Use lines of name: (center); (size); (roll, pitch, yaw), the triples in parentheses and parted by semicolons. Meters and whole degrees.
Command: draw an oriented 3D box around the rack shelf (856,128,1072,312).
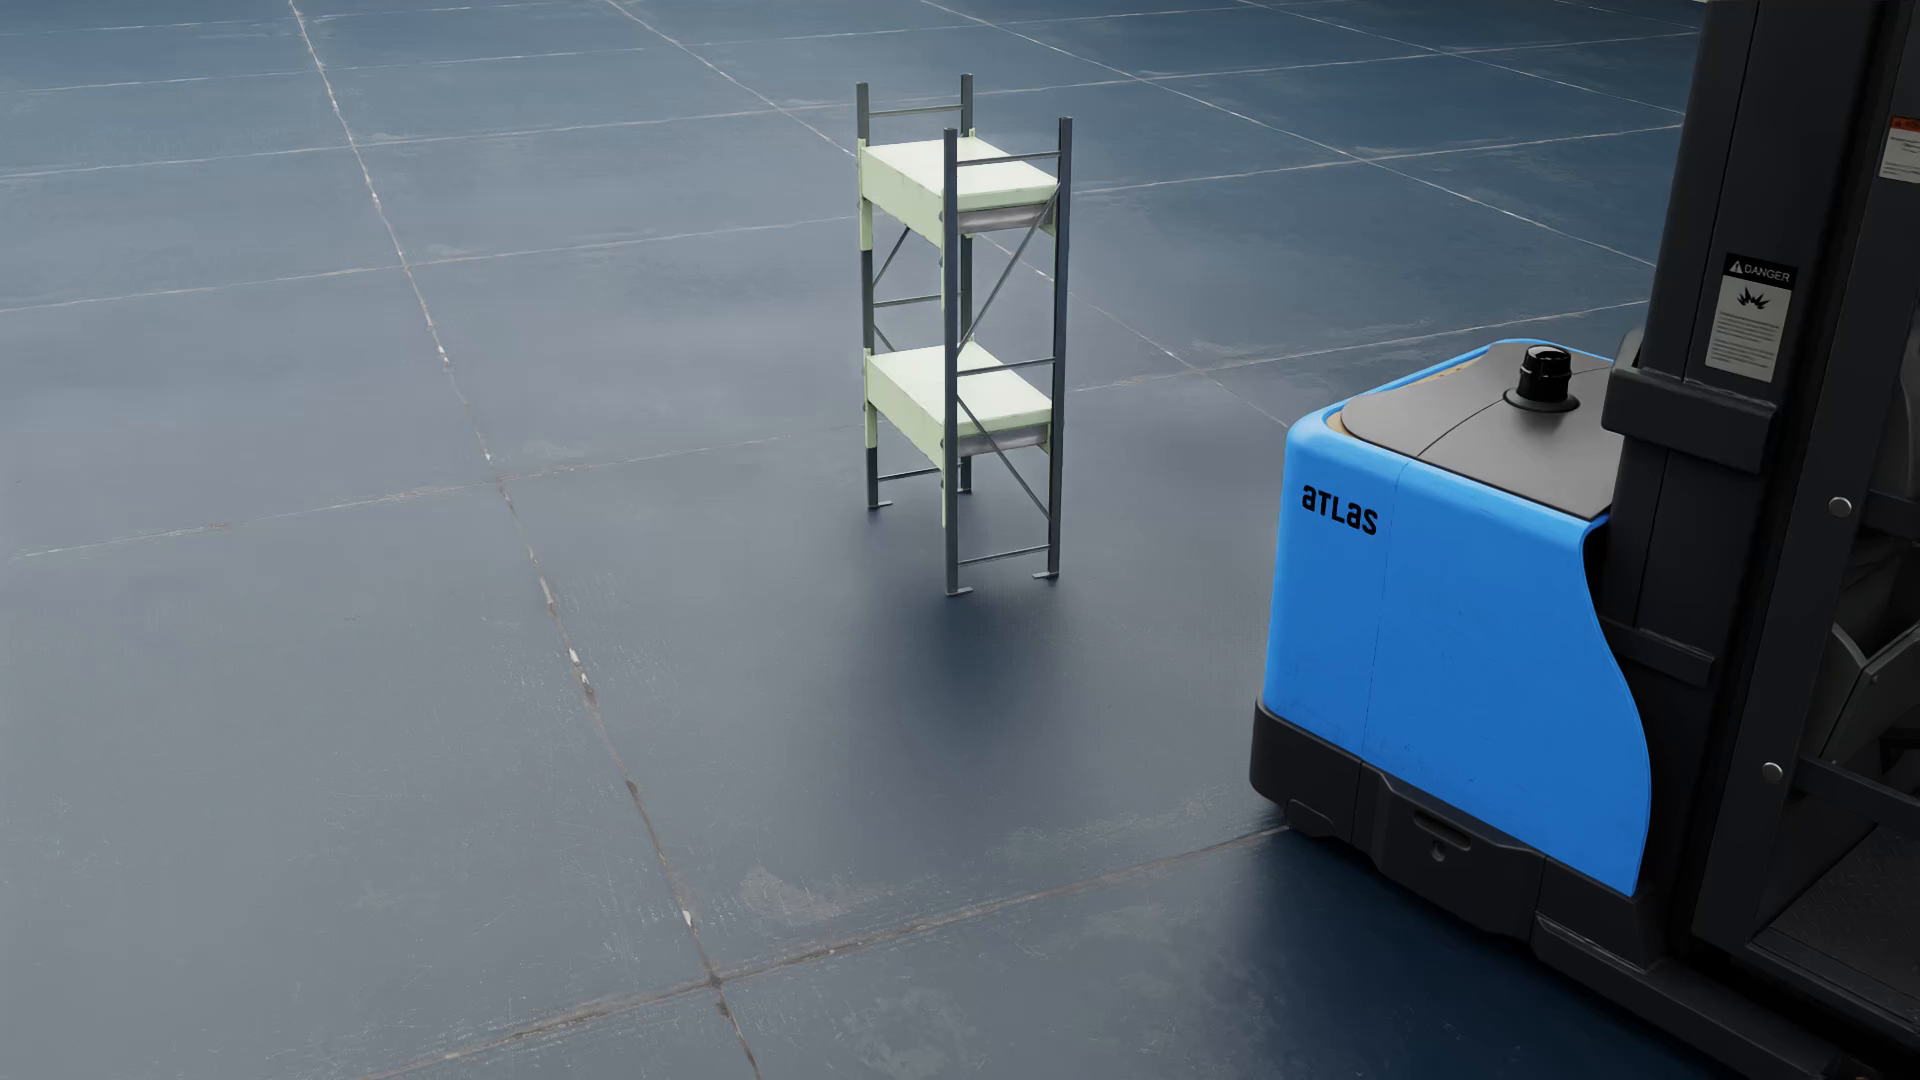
rack shelf: (-0.003, -1.027, 5.255); (0.431, 0.370, 0.720); (-11, 28, -21)

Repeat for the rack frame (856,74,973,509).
rack frame: (-0.146, -0.824, 5.729); (0.400, 1.500, 0.023); (-11, 28, -21)

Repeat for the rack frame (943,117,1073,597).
rack frame: (0.141, -0.529, 5.124); (0.400, 1.500, 0.023); (-11, 28, -21)

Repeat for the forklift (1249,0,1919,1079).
forklift: (2.094, -0.282, 2.986); (1.130, 2.935, 3.031); (-21, 33, -36)

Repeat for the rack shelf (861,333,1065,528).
rack shelf: (-0.003, -0.384, 5.569); (0.431, 0.370, 0.720); (-11, 28, -21)

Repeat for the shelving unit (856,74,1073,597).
shelving unit: (-0.003, -0.677, 5.426); (0.431, 1.500, 0.755); (-11, 28, -21)
